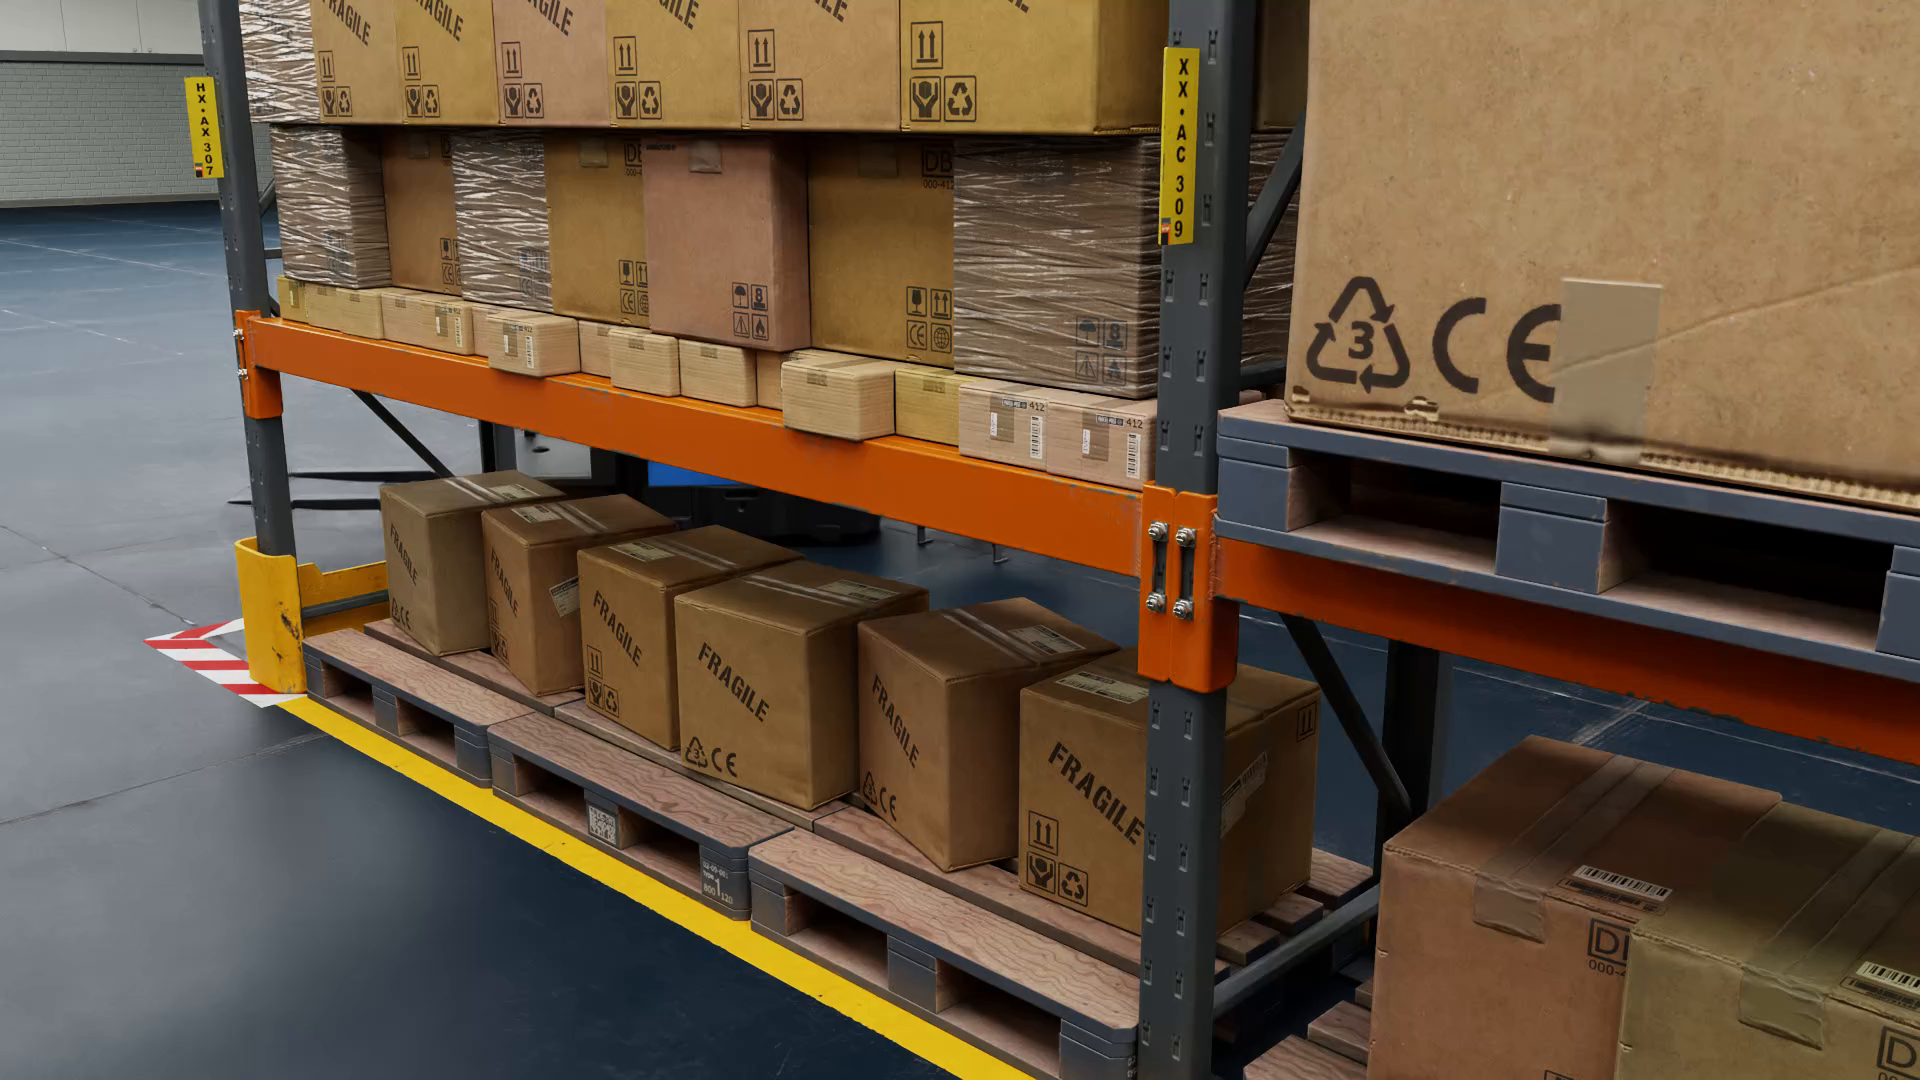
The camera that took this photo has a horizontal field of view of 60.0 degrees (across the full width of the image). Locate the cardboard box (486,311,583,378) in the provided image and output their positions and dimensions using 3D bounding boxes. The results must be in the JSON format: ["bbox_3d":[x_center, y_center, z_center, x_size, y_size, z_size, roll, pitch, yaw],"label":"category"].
[{"bbox_3d":[-1.081,-0.556,4.616,0.250,0.149,0.380,14,20,42],"label":"cardboard box"}]

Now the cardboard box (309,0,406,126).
[{"bbox_3d":[-1.571,-1.493,4.941,0.500,0.500,0.500,14,20,42],"label":"cardboard box"}]

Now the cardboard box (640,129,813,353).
[{"bbox_3d":[-0.300,-0.796,4.252,0.500,0.500,0.875,14,20,42],"label":"cardboard box"}]

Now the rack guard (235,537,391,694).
[{"bbox_3d":[-2.078,0.172,6.281,0.348,0.500,1.175,14,20,42],"label":"rack guard"}]

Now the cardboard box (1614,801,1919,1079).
[{"bbox_3d":[1.504,0.844,2.829,0.500,0.500,0.700,14,20,42],"label":"cardboard box"}]

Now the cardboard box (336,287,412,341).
[{"bbox_3d":[-1.757,-0.743,5.332,0.250,0.149,0.380,14,20,42],"label":"cardboard box"}]

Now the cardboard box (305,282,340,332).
[{"bbox_3d":[-1.926,-0.789,5.510,0.250,0.149,0.380,14,20,42],"label":"cardboard box"}]

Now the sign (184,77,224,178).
[{"bbox_3d":[-2.509,-1.371,5.530,0.005,0.325,0.100,14,20,42],"label":"sign"}]

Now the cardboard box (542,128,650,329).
[{"bbox_3d":[-0.631,-0.891,4.616,0.500,0.500,0.875,14,20,42],"label":"cardboard box"}]

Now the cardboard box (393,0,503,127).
[{"bbox_3d":[-1.210,-1.406,4.606,0.500,0.500,0.500,14,20,42],"label":"cardboard box"}]

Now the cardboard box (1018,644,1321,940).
[{"bbox_3d":[0.487,0.578,3.889,0.500,0.500,0.500,13,19,41],"label":"cardboard box"}]

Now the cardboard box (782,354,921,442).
[{"bbox_3d":[-0.181,-0.337,3.776,0.250,0.149,0.380,14,20,42],"label":"cardboard box"}]

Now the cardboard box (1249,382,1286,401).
[{"bbox_3d":[0.801,-0.322,3.716,0.250,0.149,0.380,14,20,42],"label":"cardboard box"}]

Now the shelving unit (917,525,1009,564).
[{"bbox_3d":[0.119,-0.987,7.556,0.503,2.100,0.431,14,20,42],"label":"shelving unit"}]

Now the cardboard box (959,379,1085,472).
[{"bbox_3d":[0.215,-0.259,3.476,0.250,0.149,0.380,14,20,42],"label":"cardboard box"}]

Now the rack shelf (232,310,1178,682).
[{"bbox_3d":[-0.693,-0.353,4.764,4.000,0.370,1.077,14,20,42],"label":"rack shelf"}]

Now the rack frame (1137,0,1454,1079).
[{"bbox_3d":[0.747,-0.351,3.330,0.127,3.000,1.000,14,20,42],"label":"rack frame"}]

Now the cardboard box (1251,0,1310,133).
[{"bbox_3d":[0.599,-1.152,3.633,0.500,0.500,0.500,14,20,42],"label":"cardboard box"}]

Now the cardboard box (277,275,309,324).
[{"bbox_3d":[-2.093,-0.836,5.691,0.250,0.149,0.380,14,20,42],"label":"cardboard box"}]

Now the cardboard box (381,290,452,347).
[{"bbox_3d":[-1.562,-0.703,5.178,0.250,0.149,0.380,14,20,42],"label":"cardboard box"}]

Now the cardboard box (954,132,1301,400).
[{"bbox_3d":[0.466,-0.633,3.626,0.500,0.500,0.875,14,20,42],"label":"cardboard box"}]

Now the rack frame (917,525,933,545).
[{"bbox_3d":[-0.056,-1.030,7.720,0.015,2.100,0.400,14,20,42],"label":"rack frame"}]

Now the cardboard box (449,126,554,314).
[{"bbox_3d":[-0.983,-0.981,4.960,0.500,0.500,0.875,14,20,42],"label":"cardboard box"}]

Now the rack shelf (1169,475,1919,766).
[{"bbox_3d":[2.187,0.347,2.078,4.000,0.370,1.077,14,20,42],"label":"rack shelf"}]

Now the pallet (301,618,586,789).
[{"bbox_3d":[-1.518,0.460,5.747,1.213,0.211,1.003,14,20,42],"label":"pallet"}]

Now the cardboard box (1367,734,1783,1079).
[{"bbox_3d":[1.174,0.757,3.163,0.500,0.500,0.700,12,19,38],"label":"cardboard box"}]

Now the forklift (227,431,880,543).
[{"bbox_3d":[-1.917,-1.487,7.827,3.031,2.935,1.130,-1,15,-3],"label":"forklift"}]

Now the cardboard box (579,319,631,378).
[{"bbox_3d":[-0.808,-0.537,4.541,0.250,0.149,0.380,14,20,42],"label":"cardboard box"}]

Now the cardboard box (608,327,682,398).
[{"bbox_3d":[-0.682,-0.479,4.319,0.250,0.149,0.380,14,20,42],"label":"cardboard box"}]

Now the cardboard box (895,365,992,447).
[{"bbox_3d":[0.076,-0.314,3.686,0.250,0.149,0.380,14,20,42],"label":"cardboard box"}]

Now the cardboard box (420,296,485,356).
[{"bbox_3d":[-1.387,-0.658,5.005,0.250,0.149,0.380,14,20,42],"label":"cardboard box"}]

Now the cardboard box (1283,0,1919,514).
[{"bbox_3d":[1.222,-0.680,2.571,1.000,1.000,1.000,14,20,43],"label":"cardboard box"}]

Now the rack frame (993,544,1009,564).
[{"bbox_3d":[0.295,-0.944,7.392,0.015,2.100,0.400,14,20,42],"label":"rack frame"}]

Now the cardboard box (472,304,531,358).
[{"bbox_3d":[-1.189,-0.619,4.856,0.250,0.149,0.380,14,20,42],"label":"cardboard box"}]

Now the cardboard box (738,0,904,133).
[{"bbox_3d":[-0.129,-1.143,3.600,0.500,0.500,0.500,14,20,42],"label":"cardboard box"}]

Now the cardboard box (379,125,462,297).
[{"bbox_3d":[-1.313,-1.076,5.326,0.500,0.500,0.875,14,20,42],"label":"cardboard box"}]

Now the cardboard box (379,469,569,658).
[{"bbox_3d":[-1.695,0.068,5.848,0.500,0.500,0.500,-10,18,-34],"label":"cardboard box"}]

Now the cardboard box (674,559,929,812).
[{"bbox_3d":[-0.432,0.385,4.631,0.500,0.500,0.500,11,18,37],"label":"cardboard box"}]

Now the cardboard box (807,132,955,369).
[{"bbox_3d":[0.130,-0.727,3.986,0.500,0.500,0.875,14,20,42],"label":"cardboard box"}]

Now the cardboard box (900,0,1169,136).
[{"bbox_3d":[0.232,-1.056,3.265,0.500,0.500,0.500,14,20,42],"label":"cardboard box"}]

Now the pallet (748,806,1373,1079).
[{"bbox_3d":[0.239,0.887,4.108,1.213,0.211,1.003,14,20,42],"label":"pallet"}]

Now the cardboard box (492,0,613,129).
[{"bbox_3d":[-0.846,-1.319,4.274,0.500,0.500,0.500,14,20,42],"label":"cardboard box"}]

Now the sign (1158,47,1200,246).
[{"bbox_3d":[0.376,-0.670,2.838,0.005,0.325,0.100,14,20,42],"label":"sign"}]

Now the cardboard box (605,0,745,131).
[{"bbox_3d":[-0.488,-1.231,3.936,0.500,0.500,0.500,14,20,42],"label":"cardboard box"}]

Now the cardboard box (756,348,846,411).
[{"bbox_3d":[-0.269,-0.405,4.036,0.250,0.149,0.380,14,20,42],"label":"cardboard box"}]

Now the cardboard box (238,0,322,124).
[{"bbox_3d":[-1.926,-1.582,5.282,0.500,0.500,0.500,14,20,42],"label":"cardboard box"}]

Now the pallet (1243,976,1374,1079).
[{"bbox_3d":[1.308,1.134,3.160,1.213,0.211,1.003,14,20,42],"label":"pallet"}]

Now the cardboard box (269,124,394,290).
[{"bbox_3d":[-1.756,-1.142,5.578,0.500,0.500,0.875,14,20,42],"label":"cardboard box"}]

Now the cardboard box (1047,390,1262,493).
[{"bbox_3d":[0.388,-0.214,3.302,0.250,0.149,0.380,14,20,42],"label":"cardboard box"}]

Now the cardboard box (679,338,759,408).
[{"bbox_3d":[-0.477,-0.442,4.176,0.250,0.149,0.380,14,20,42],"label":"cardboard box"}]

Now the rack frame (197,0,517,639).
[{"bbox_3d":[-2.133,-1.051,6.017,0.127,3.000,1.000,14,20,42],"label":"rack frame"}]

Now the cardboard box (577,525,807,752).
[{"bbox_3d":[-0.803,0.279,5.037,0.500,0.500,0.500,-12,19,-39],"label":"cardboard box"}]

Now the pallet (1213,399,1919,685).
[{"bbox_3d":[1.196,-0.098,2.740,1.213,0.211,1.003,14,20,42],"label":"pallet"}]

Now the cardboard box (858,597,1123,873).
[{"bbox_3d":[0.069,0.479,4.268,0.500,0.500,0.500,-8,16,-27],"label":"cardboard box"}]

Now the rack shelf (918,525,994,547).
[{"bbox_3d":[0.119,-0.297,7.736,0.480,0.518,0.431,14,20,42],"label":"rack shelf"}]

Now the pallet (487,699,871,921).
[{"bbox_3d":[-0.644,0.674,4.928,1.213,0.211,1.003,14,20,42],"label":"pallet"}]

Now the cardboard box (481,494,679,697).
[{"bbox_3d":[-1.241,0.166,5.470,0.500,0.500,0.500,-9,17,-30],"label":"cardboard box"}]
